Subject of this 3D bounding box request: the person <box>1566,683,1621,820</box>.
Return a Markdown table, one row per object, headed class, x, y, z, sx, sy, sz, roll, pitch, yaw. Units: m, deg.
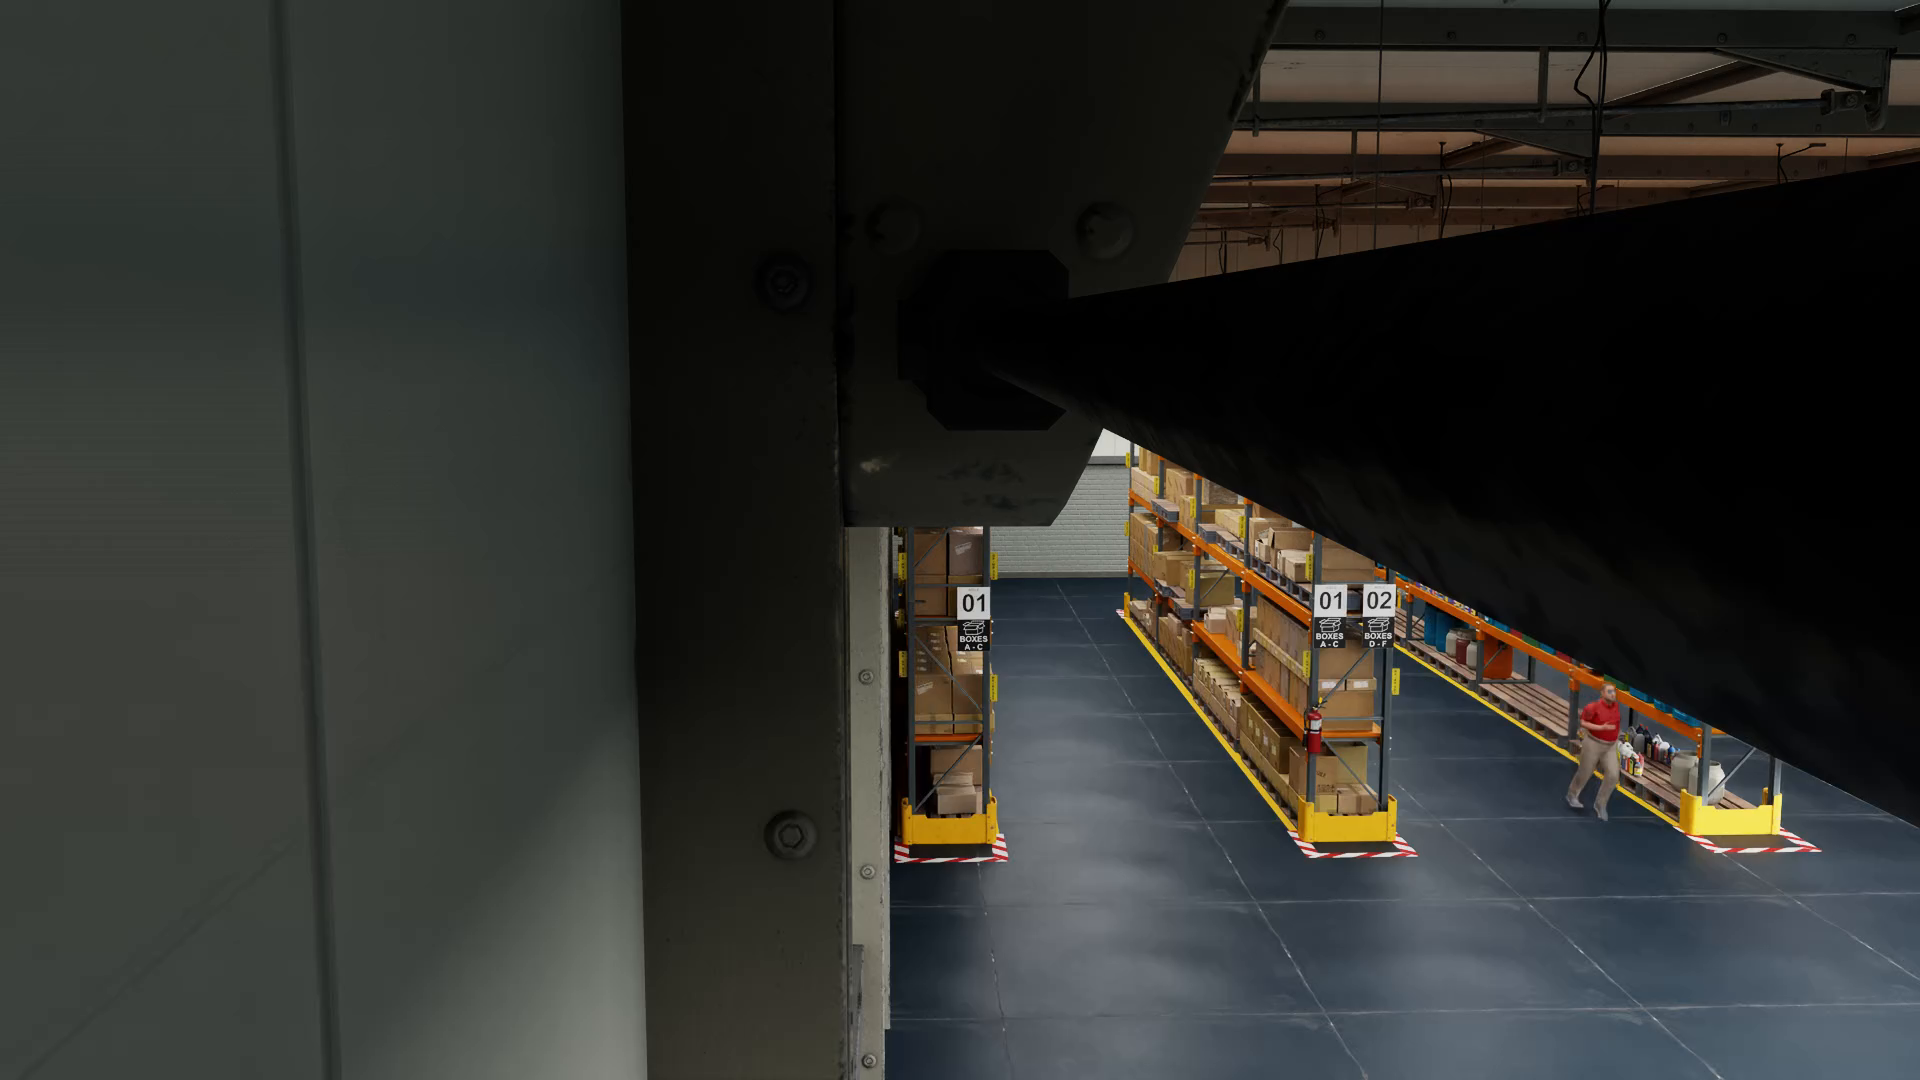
| class | x | y | z | sx | sy | sz | roll | pitch | yaw |
| --- | --- | --- | --- | --- | --- | --- | --- | --- | --- |
| person | 8.320 | 2.741 | 21.620 | 0.646 | 1.799 | 0.768 | -2 | 8 | -14 |
